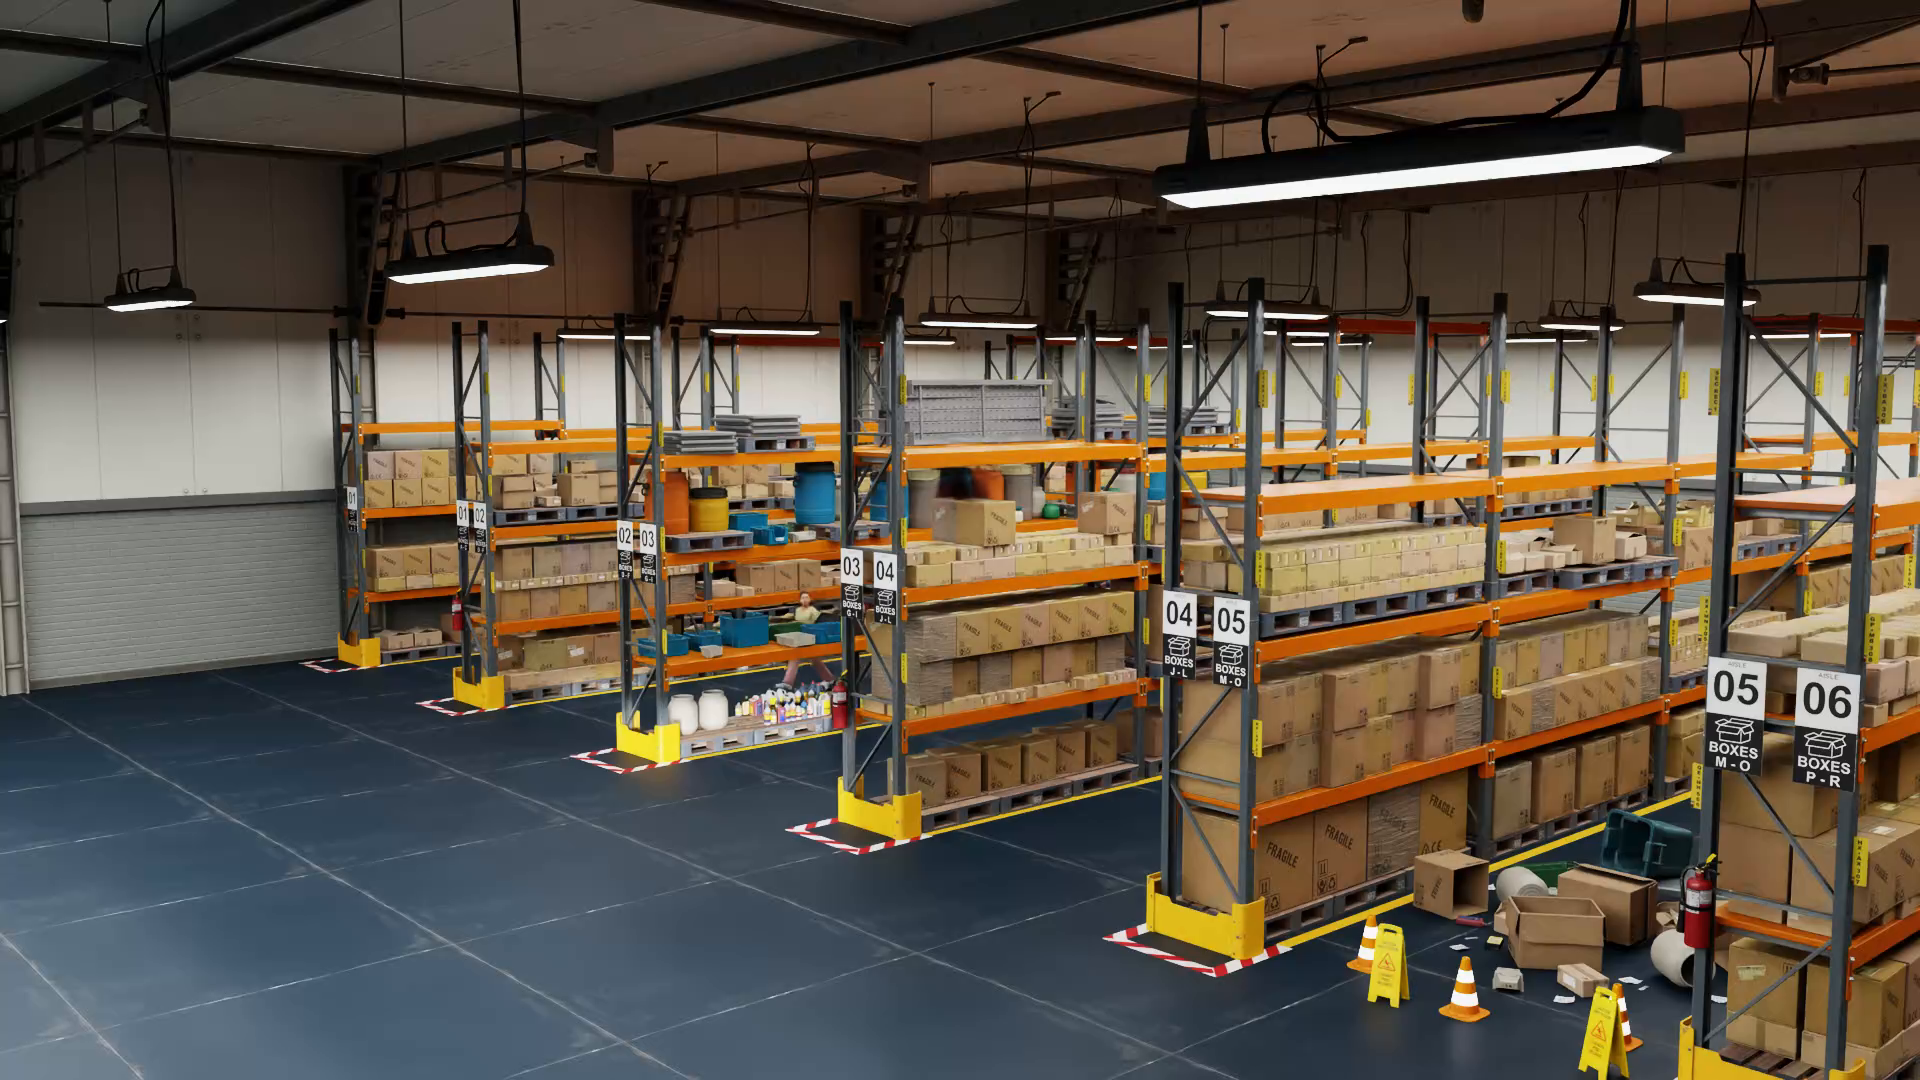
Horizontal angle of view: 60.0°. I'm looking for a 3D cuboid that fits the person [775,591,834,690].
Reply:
[{"bbox_3d":[-2.550,1.647,27.361,1.012,1.616,0.600,-3,7,-32],"label":"person"}]
